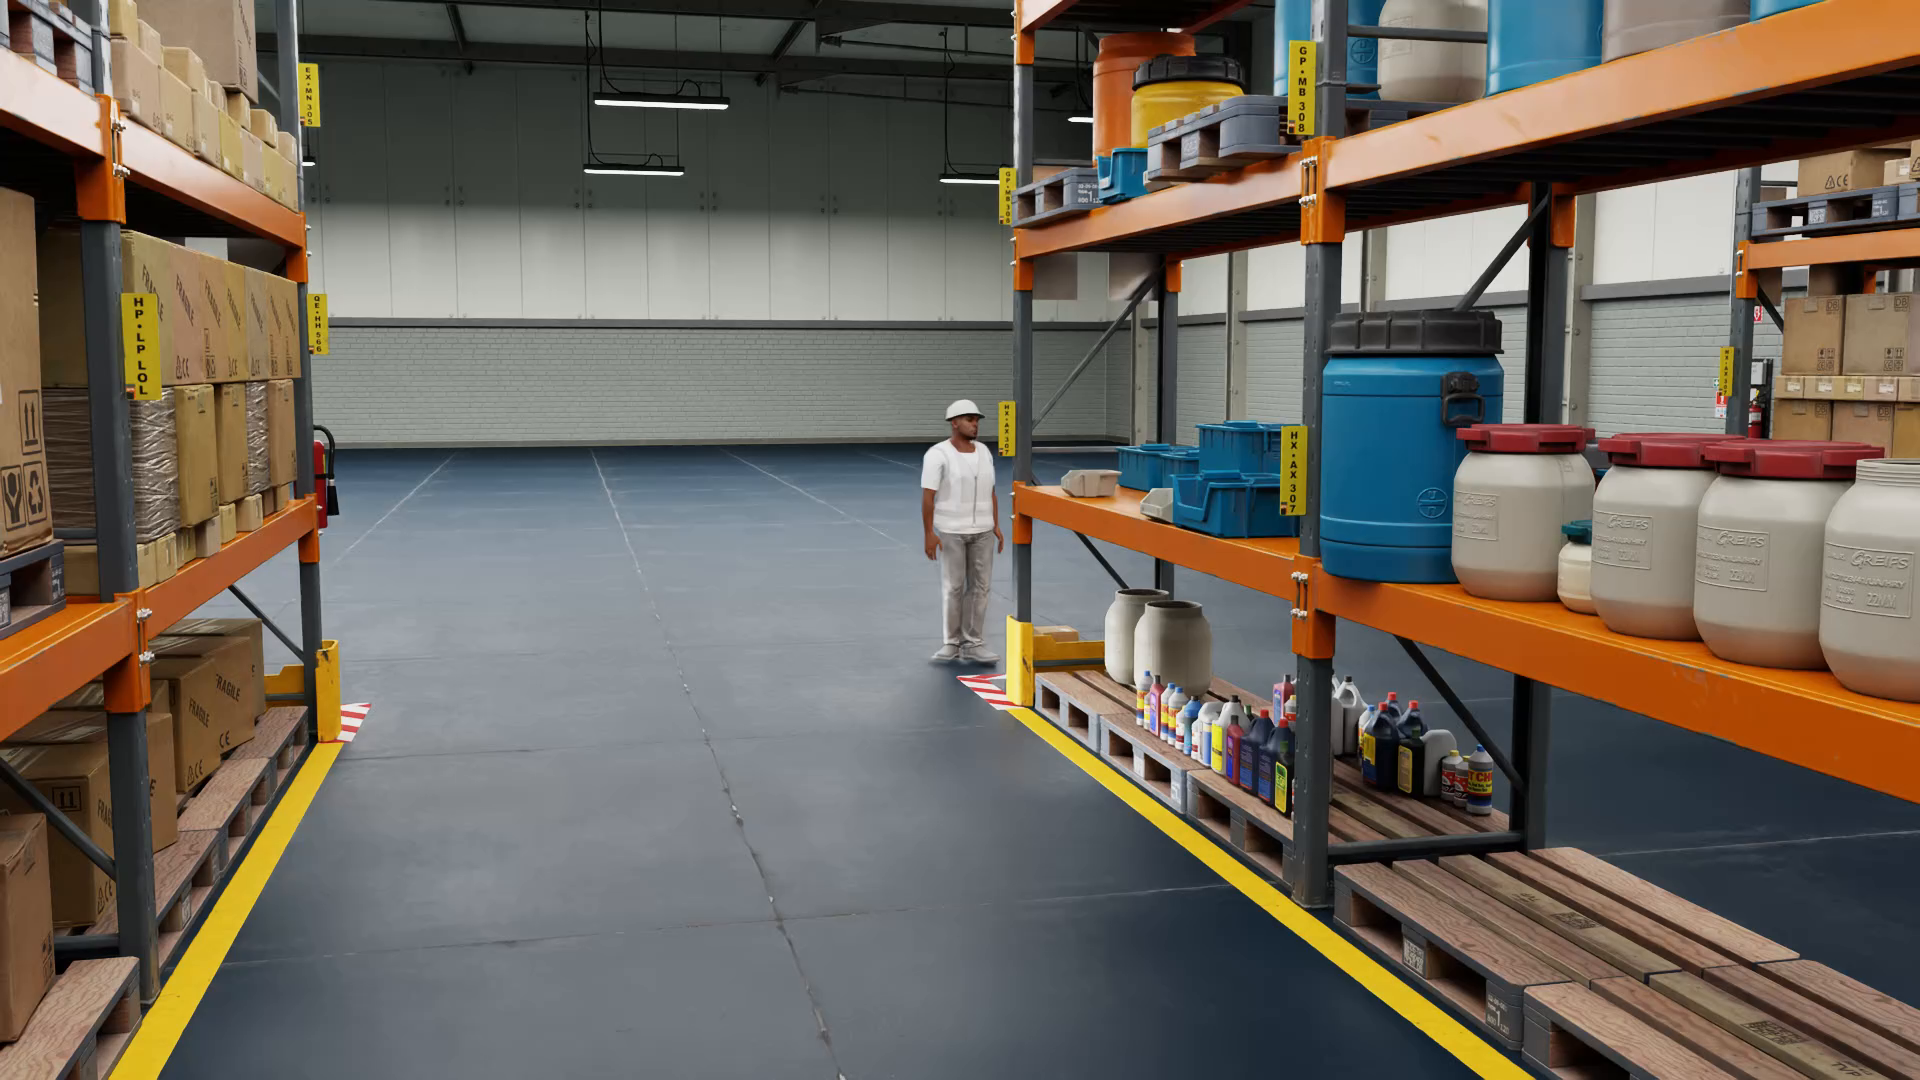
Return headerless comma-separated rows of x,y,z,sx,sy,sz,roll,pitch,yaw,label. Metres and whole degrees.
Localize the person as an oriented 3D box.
0.024,-0.059,11.212,0.585,1.769,0.404,-3,7,-29,person
